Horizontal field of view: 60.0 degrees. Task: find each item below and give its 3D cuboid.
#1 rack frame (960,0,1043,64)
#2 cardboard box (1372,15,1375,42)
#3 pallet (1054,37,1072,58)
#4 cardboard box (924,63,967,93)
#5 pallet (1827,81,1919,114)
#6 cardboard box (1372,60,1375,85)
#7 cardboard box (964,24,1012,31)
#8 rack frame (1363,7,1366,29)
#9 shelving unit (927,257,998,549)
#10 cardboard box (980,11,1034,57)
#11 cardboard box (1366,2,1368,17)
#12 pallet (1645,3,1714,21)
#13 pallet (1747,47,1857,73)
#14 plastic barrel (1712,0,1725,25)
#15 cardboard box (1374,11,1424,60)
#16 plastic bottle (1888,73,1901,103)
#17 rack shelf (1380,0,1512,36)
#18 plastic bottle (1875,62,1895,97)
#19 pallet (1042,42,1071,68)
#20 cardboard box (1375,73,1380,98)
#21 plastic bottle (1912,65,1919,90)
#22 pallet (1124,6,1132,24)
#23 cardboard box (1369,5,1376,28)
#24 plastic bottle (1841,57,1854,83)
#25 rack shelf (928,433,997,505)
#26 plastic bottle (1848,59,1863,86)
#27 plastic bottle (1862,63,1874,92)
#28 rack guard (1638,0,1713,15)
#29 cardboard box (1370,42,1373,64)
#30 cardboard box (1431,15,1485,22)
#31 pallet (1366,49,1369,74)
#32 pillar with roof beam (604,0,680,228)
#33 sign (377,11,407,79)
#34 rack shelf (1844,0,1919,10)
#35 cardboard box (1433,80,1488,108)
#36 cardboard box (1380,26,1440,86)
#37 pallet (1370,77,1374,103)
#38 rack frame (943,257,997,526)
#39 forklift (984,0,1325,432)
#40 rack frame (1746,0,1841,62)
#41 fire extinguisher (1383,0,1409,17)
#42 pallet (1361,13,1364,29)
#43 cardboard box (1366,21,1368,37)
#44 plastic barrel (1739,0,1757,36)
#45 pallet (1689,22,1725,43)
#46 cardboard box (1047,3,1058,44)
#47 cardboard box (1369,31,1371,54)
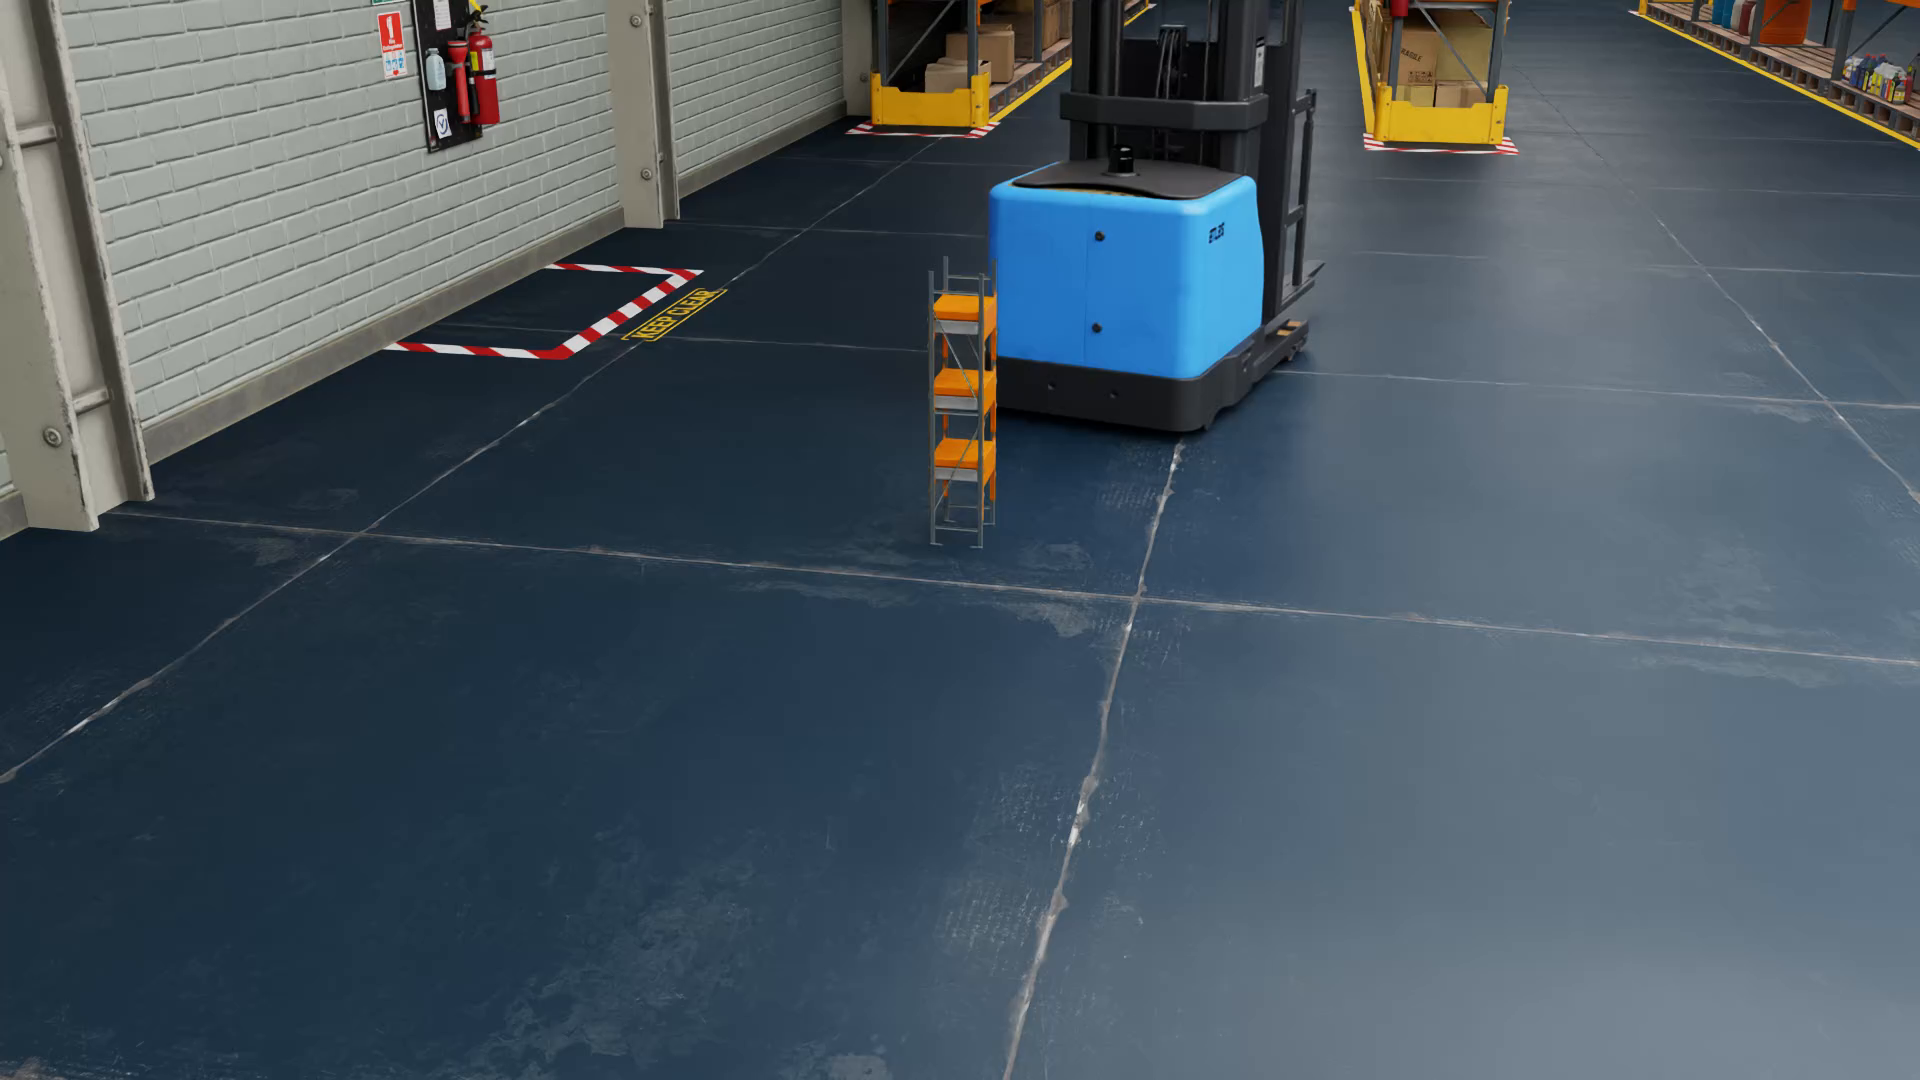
[{"bbox_3d":[0.495,-7.037,19.810,1.000,3.000,0.127,4,22,11],"label":"rack frame"},{"bbox_3d":[5.248,-6.201,20.102,0.500,0.311,0.500,5,22,12],"label":"cardboard box"},{"bbox_3d":[1.151,-6.920,23.254,1.003,0.211,1.213,4,22,11],"label":"pallet"},{"bbox_3d":[-0.092,-4.777,17.209,0.500,0.311,0.500,2,22,5],"label":"cardboard box"},{"bbox_3d":[10.016,-4.746,17.854,1.003,0.211,1.213,4,22,11],"label":"pallet"},{"bbox_3d":[4.740,-5.068,18.041,0.500,0.250,0.500,4,22,11],"label":"cardboard box"},{"bbox_3d":[0.323,-5.699,19.245,0.500,0.500,0.500,3,22,7],"label":"cardboard box"},{"bbox_3d":[6.978,-9.586,26.141,1.000,3.000,0.127,4,22,11],"label":"rack frame"},{"bbox_3d":[0.011,-0.507,6.206,0.215,1.050,0.252,4,22,11],"label":"shelving unit"},{"bbox_3d":[0.629,-6.352,20.867,0.700,0.500,0.500,5,23,13],"label":"cardboard box"},{"bbox_3d":[6.543,-8.276,25.646,0.500,0.500,0.500,5,22,12],"label":"cardboard box"},{"bbox_3d":[12.436,-9.078,28.611,1.003,0.211,1.213,4,22,11],"label":"pallet"},{"bbox_3d":[10.814,-6.170,21.392,1.003,0.211,1.213,4,22,11],"label":"pallet"},{"bbox_3d":[11.699,-8.231,25.022,0.600,0.901,0.708,4,22,11],"label":"plastic barrel"},{"bbox_3d":[4.741,-5.416,17.901,0.500,0.500,0.500,4,22,11],"label":"cardboard box"},{"bbox_3d":[9.329,-4.512,16.588,0.061,0.283,0.133,5,22,12],"label":"plastic bottle"},{"bbox_3d":[4.938,-5.595,17.194,1.077,0.370,4.000,4,22,11],"label":"rack shelf"},{"bbox_3d":[9.460,-4.701,16.967,0.144,0.351,0.185,5,23,13],"label":"plastic bottle"},{"bbox_3d":[0.900,-6.476,22.150,1.003,0.211,1.213,4,22,11],"label":"pallet"},{"bbox_3d":[4.440,-4.519,16.678,0.500,0.250,0.500,4,22,11],"label":"cardboard box"},{"bbox_3d":[10.155,-4.897,17.553,0.152,0.276,0.135,4,22,11],"label":"plastic bottle"},{"bbox_3d":[2.360,-8.941,28.272,1.003,0.211,1.213,4,22,11],"label":"pallet"},{"bbox_3d":[5.562,-6.755,21.478,0.500,0.311,0.500,4,22,9],"label":"cardboard box"},{"bbox_3d":[9.700,-5.137,18.156,0.097,0.271,0.097,0,22,0],"label":"plastic bottle"},{"bbox_3d":[0.011,-0.239,6.314,0.215,0.259,0.240,4,22,11],"label":"rack shelf"},{"bbox_3d":[9.661,-5.019,17.857,0.152,0.276,0.135,5,23,13],"label":"plastic bottle"},{"bbox_3d":[9.510,-4.836,17.392,0.061,0.283,0.133,5,23,13],"label":"plastic bottle"},{"bbox_3d":[12.635,-9.520,29.323,1.175,0.500,0.348,4,22,11],"label":"rack guard"},{"bbox_3d":[5.146,-5.754,19.743,0.500,0.250,0.500,4,22,10],"label":"cardboard box"},{"bbox_3d":[5.165,-5.192,17.345,0.500,0.500,0.500,4,22,11],"label":"cardboard box"},{"bbox_3d":[5.705,-6.087,21.185,1.003,0.211,1.213,4,22,11],"label":"pallet"},{"bbox_3d":[1.965,-6.156,9.593,9.100,9.000,0.400,4,22,11],"label":"pillar with roof beam"},{"bbox_3d":[-3.004,-2.623,8.803,0.001,0.329,0.234,4,22,11],"label":"sign"},{"bbox_3d":[9.786,-5.216,16.253,1.077,0.370,4.000,4,22,11],"label":"rack shelf"},{"bbox_3d":[4.857,-4.296,16.124,0.500,0.250,0.500,4,22,11],"label":"cardboard box"},{"bbox_3d":[4.348,-4.684,16.082,0.500,0.500,0.500,4,22,11],"label":"cardboard box"},{"bbox_3d":[5.142,-5.079,18.683,1.003,0.211,1.213,4,22,11],"label":"pallet"},{"bbox_3d":[0.036,-0.551,6.317,0.200,1.050,0.008,4,22,11],"label":"rack frame"},{"bbox_3d":[1.203,-2.351,8.268,1.130,2.935,3.031,10,24,24],"label":"forklift"},{"bbox_3d":[11.010,-7.744,21.567,1.000,3.000,0.127,4,22,11],"label":"rack frame"},{"bbox_3d":[4.051,-5.154,15.239,0.296,0.674,0.183,4,22,11],"label":"fire extinguisher"},{"bbox_3d":[7.119,-8.544,27.285,1.003,0.211,1.213,4,22,11],"label":"pallet"},{"bbox_3d":[5.767,-6.873,22.524,0.500,0.250,0.500,4,22,11],"label":"cardboard box"},{"bbox_3d":[11.324,-7.414,23.412,0.600,0.588,0.708,4,22,11],"label":"plastic barrel"},{"bbox_3d":[11.628,-7.635,25.028,1.003,0.211,1.213,4,22,11],"label":"pallet"},{"bbox_3d":[0.923,-6.913,22.261,0.700,0.500,0.500,4,22,11],"label":"cardboard box"},{"bbox_3d":[5.461,-6.311,21.128,0.500,0.250,0.500,5,22,12],"label":"cardboard box"}]
